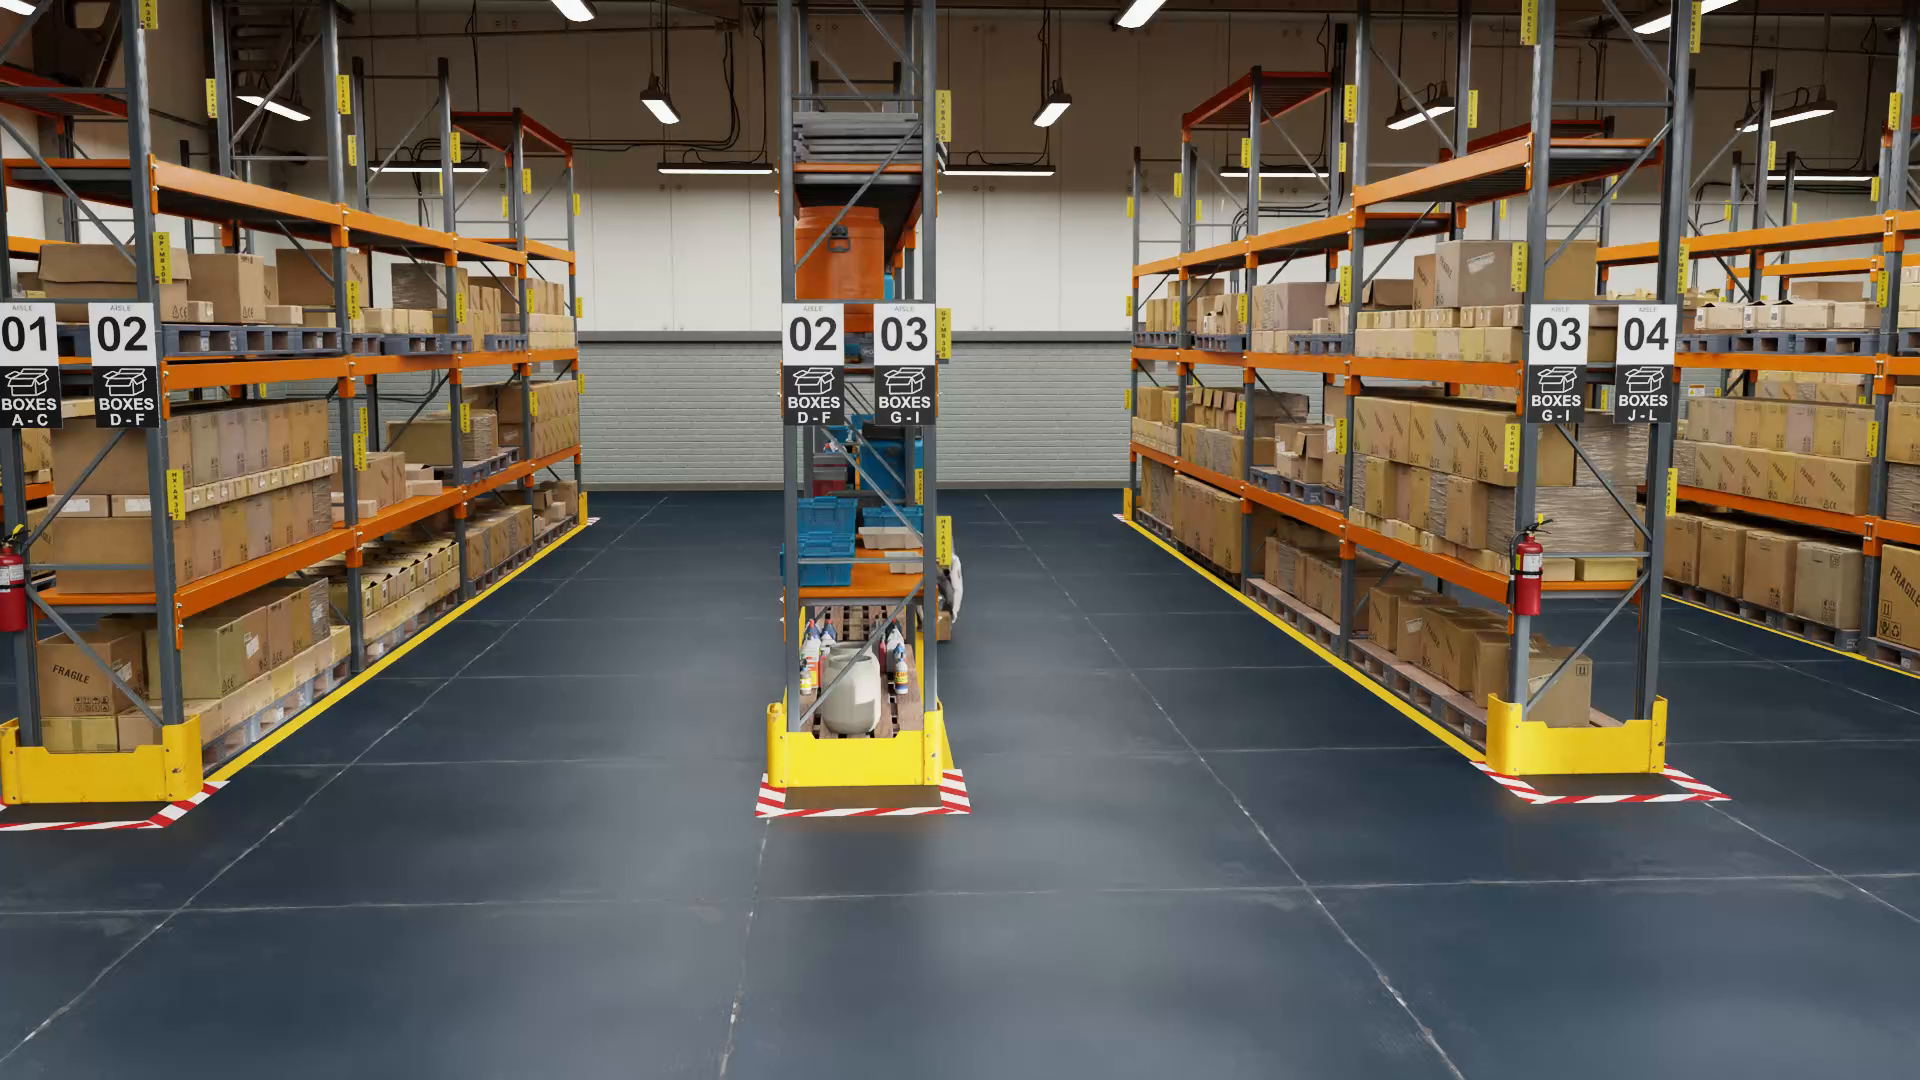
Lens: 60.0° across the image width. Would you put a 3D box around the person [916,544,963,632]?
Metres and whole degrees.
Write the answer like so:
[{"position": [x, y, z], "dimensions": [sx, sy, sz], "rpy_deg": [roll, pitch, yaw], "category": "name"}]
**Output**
[{"position": [-0.228, 0.464, 16.866], "dimensions": [0.494, 0.964, 0.848], "rpy_deg": [0, 7, -4], "category": "person"}]
